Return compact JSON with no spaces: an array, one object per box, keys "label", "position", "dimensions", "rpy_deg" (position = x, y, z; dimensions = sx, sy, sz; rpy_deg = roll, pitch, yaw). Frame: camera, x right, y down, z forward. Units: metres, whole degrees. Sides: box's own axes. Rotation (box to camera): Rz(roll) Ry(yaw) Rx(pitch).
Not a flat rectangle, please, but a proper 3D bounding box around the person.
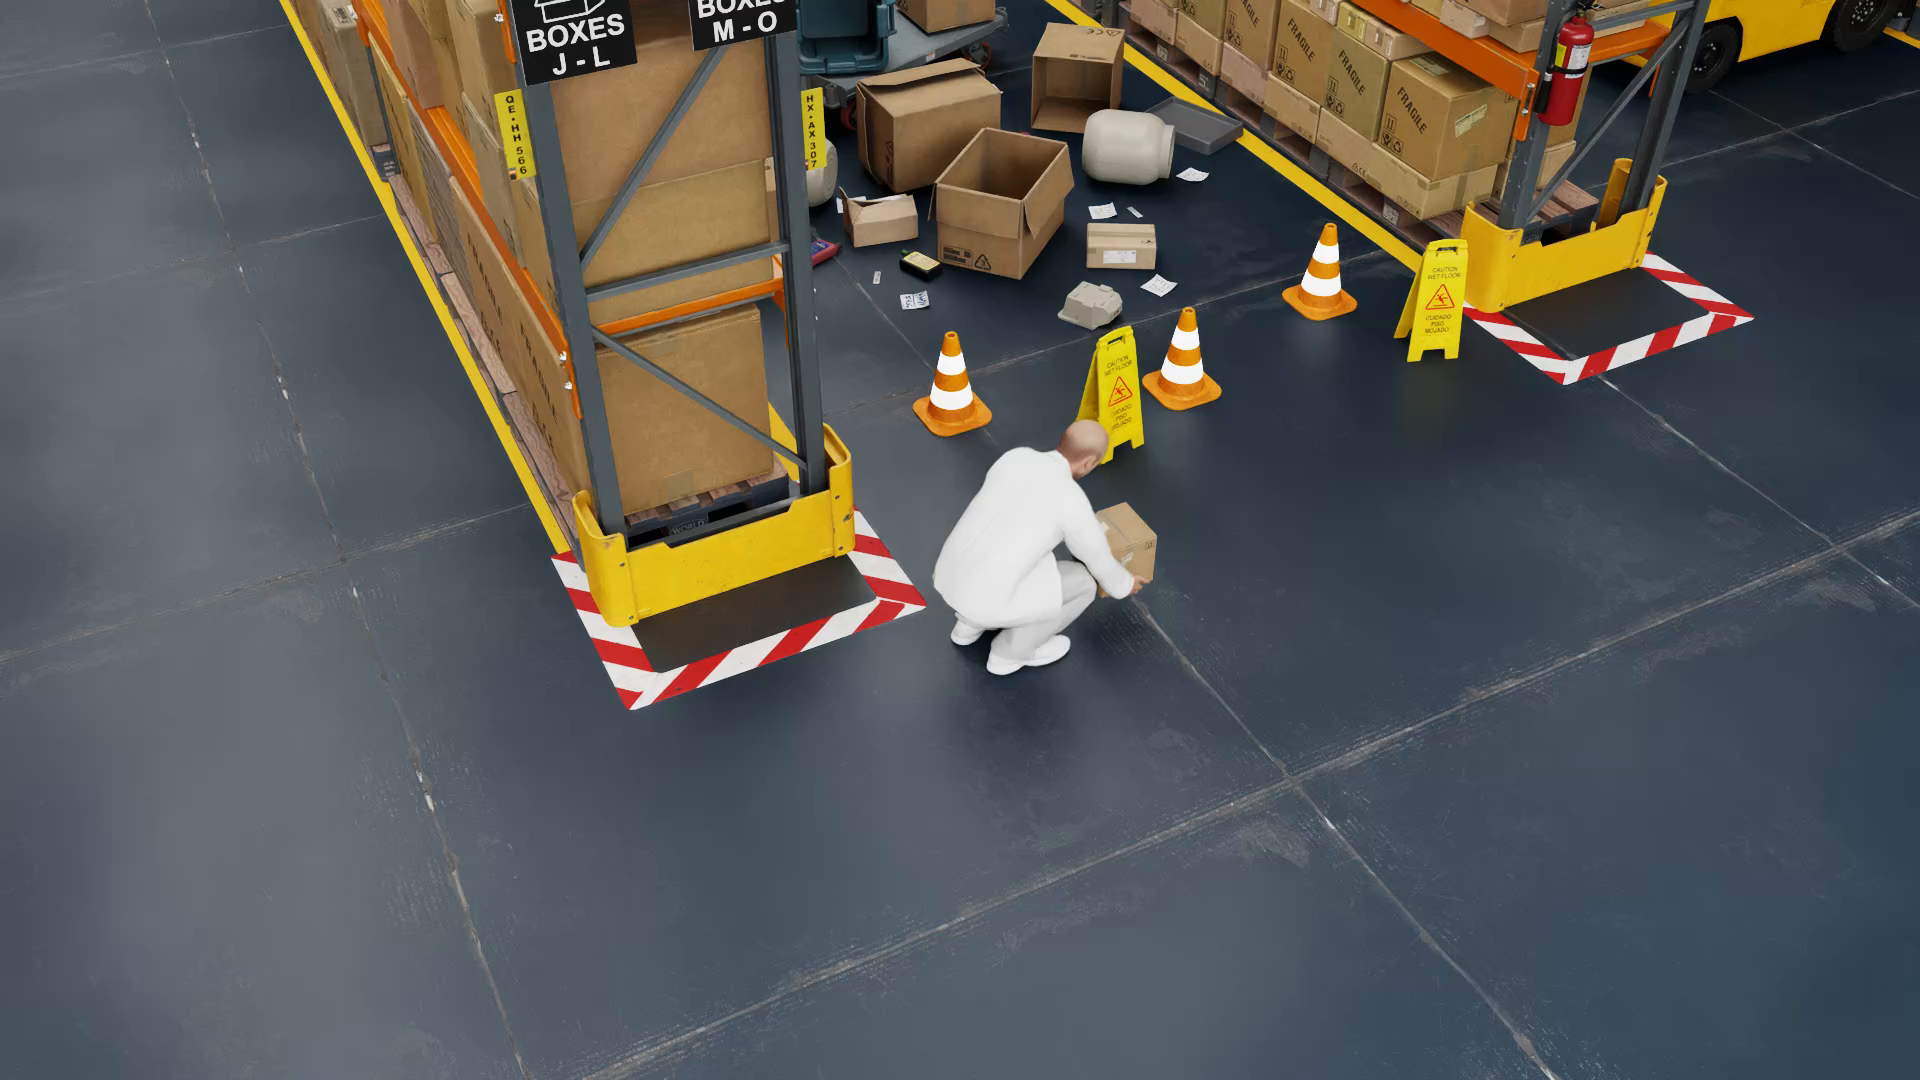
[{"label":"person","position":[0.316,0.016,6.755],"dimensions":[0.913,0.994,0.601],"rpy_deg":[-19,44,-21]}]
